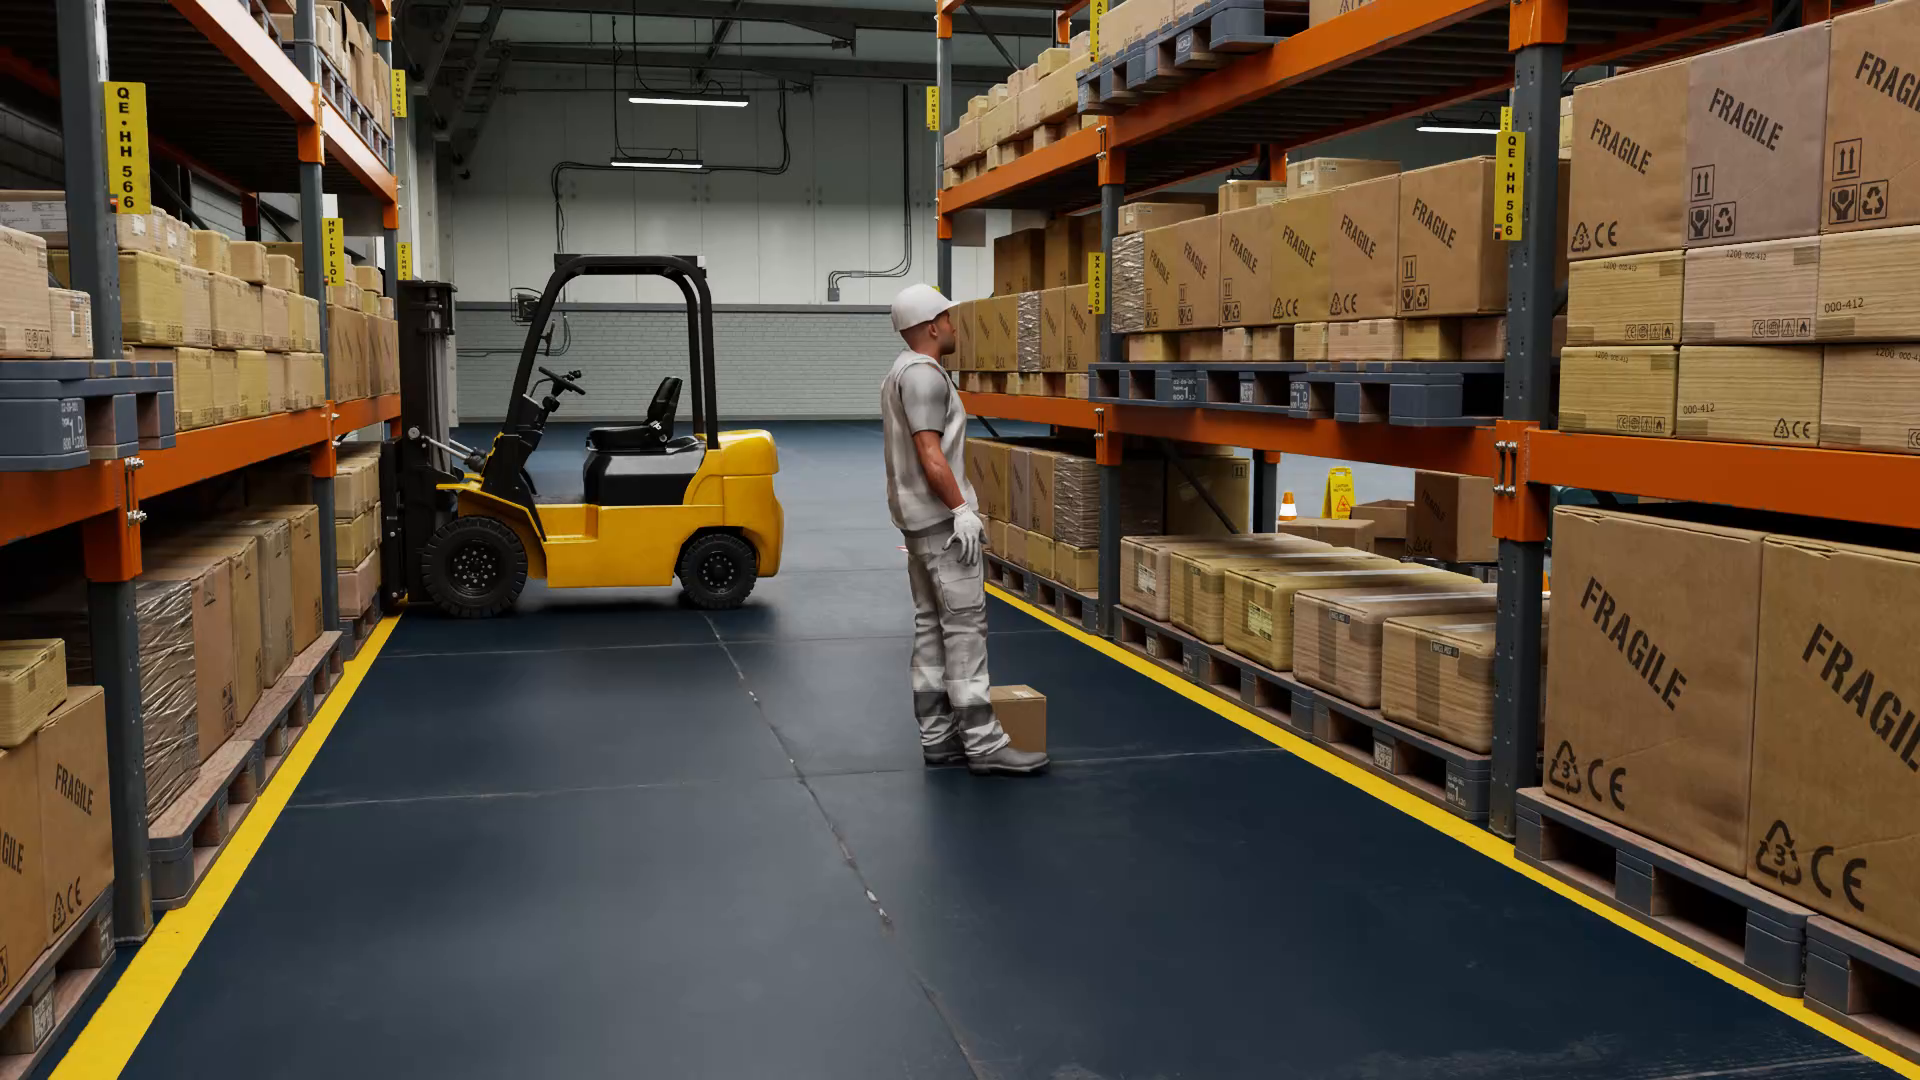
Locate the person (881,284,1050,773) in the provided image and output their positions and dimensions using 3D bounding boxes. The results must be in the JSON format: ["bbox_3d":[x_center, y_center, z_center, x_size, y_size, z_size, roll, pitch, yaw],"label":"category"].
[{"bbox_3d":[-0.004,-0.057,6.225,0.564,1.788,0.637,-1,6,-14],"label":"person"}]
